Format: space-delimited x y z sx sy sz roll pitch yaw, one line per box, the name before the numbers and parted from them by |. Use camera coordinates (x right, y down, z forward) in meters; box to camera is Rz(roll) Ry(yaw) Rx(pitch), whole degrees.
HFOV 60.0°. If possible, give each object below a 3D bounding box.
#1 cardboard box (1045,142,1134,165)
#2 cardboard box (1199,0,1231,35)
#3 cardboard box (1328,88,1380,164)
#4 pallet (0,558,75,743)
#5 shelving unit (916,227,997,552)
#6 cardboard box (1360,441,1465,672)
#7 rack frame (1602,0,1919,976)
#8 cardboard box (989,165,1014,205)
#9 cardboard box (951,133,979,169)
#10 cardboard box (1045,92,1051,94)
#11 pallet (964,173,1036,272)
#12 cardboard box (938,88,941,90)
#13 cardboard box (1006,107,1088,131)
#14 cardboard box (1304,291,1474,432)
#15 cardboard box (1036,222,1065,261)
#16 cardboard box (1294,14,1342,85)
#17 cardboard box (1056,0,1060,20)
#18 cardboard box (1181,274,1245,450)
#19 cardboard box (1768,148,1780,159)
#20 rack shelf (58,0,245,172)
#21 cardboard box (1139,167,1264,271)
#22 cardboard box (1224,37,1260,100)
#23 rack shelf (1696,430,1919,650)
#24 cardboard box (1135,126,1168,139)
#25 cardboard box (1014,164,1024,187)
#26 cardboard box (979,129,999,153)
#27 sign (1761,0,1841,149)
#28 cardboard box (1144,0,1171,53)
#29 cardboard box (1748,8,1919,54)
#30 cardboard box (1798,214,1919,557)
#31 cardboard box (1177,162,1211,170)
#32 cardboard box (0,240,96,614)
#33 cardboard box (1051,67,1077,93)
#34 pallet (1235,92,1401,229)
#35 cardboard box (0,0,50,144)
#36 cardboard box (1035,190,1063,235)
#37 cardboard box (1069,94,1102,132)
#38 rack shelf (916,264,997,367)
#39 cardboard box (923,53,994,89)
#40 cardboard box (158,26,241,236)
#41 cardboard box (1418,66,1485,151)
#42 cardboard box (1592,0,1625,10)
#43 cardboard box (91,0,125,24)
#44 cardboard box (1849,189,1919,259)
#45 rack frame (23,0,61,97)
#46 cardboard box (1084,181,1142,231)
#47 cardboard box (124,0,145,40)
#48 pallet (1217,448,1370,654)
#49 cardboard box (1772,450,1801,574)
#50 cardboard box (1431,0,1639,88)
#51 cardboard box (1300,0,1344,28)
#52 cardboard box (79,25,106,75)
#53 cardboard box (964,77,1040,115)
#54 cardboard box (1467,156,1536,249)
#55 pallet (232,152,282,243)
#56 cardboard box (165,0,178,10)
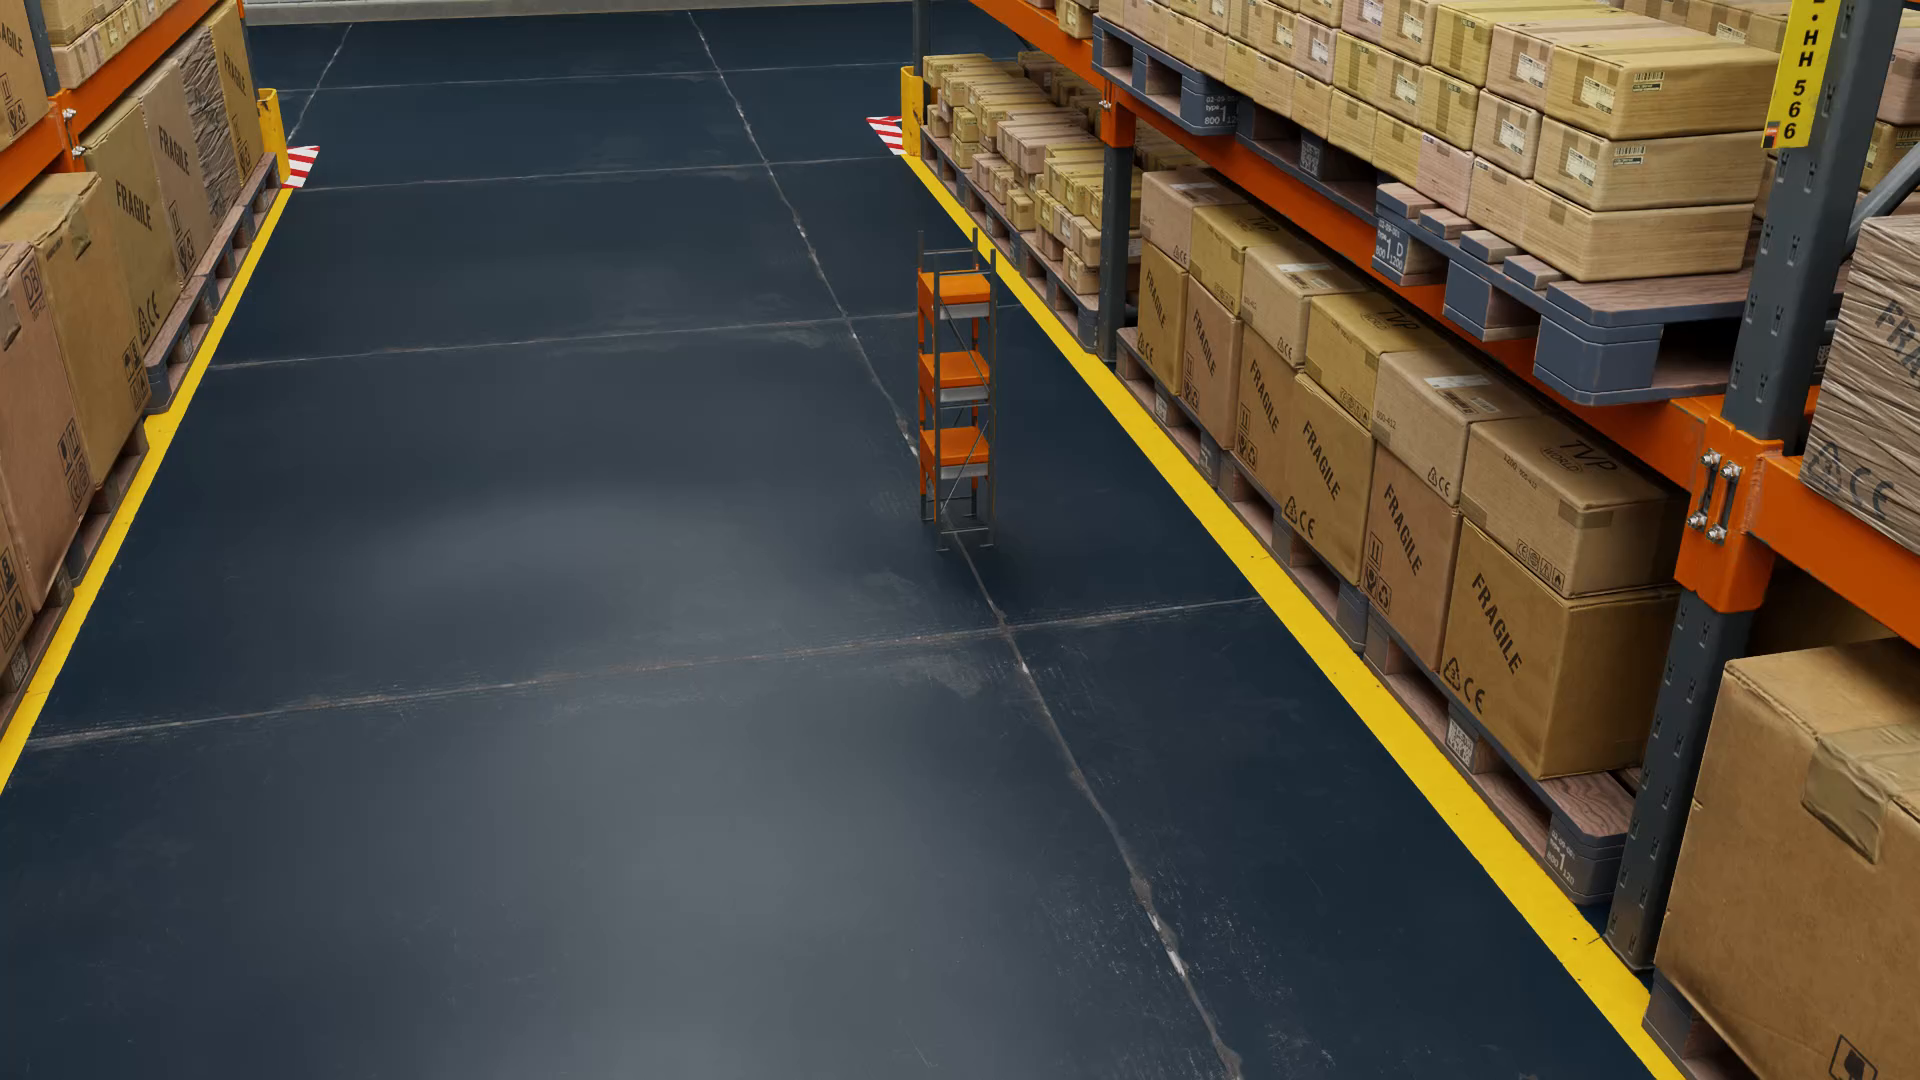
cardboard box | 0.628 -1.831 8.086 0.380 0.149 0.250 -5 27 -10
cardboard box | 0.986 -1.711 5.294 0.380 0.149 0.250 -5 27 -10
cardboard box | 1.219 -1.121 4.455 0.380 0.149 0.250 -7 28 -14
pallet | -3.226 0.390 4.743 1.003 0.211 1.213 -6 27 -12
shelving unit | -0.012 -0.492 5.560 0.215 1.050 0.252 -6 27 -12
cardboard box | 1.489 0.012 4.706 0.500 0.500 0.500 -5 27 -10
rack frame | 2.005 -0.426 3.265 1.000 3.000 0.127 -6 27 -12
cardboard box | 0.370 -1.913 8.908 0.380 0.149 0.250 -6 27 -12
cardboard box | 0.161 -2.252 9.581 0.380 0.149 0.250 -6 27 -11
cardboard box | 0.606 -2.663 10.064 0.380 0.149 0.250 -7 28 -13
pallet | 0.640 -1.765 9.013 1.003 0.211 1.213 -6 27 -12
cardboard box | 0.070 -2.730 10.197 0.380 0.149 0.250 -5 27 -9
cardboard box | 0.455 -2.178 8.773 0.380 0.149 0.250 -6 27 -11
cardboard box | 1.372 -0.551 4.989 0.500 0.250 0.500 -5 27 -10
cardboard box | 0.584 -1.466 8.024 0.380 0.149 0.250 -7 28 -13
cardboard box | 1.158 -1.371 4.620 0.380 0.149 0.250 -5 27 -10
cardboard box | 0.645 -2.397 7.449 0.380 0.149 0.250 -5 27 -10
cardboard box | 1.133 -0.670 6.057 0.500 0.500 0.500 -5 27 -9
cardboard box | 2.029 -0.986 3.856 0.380 0.149 0.250 -5 27 -9
rack shelf | -4.202 -2.280 7.736 1.077 0.370 4.000 -6 27 -12
cardboard box | 1.013 -1.237 6.348 0.500 0.250 0.500 -7 28 -14
cardboard box | 1.044 -1.465 5.136 0.380 0.149 0.250 -6 27 -13
rack shelf | 2.456 0.773 1.688 1.077 0.370 4.000 -6 27 -12
cardboard box | 1.060 -2.000 8.421 0.380 0.149 0.250 -5 27 -10
cardboard box | 0.494 -1.919 8.590 0.380 0.149 0.250 -7 28 -14
cardboard box | 0.323 -2.275 9.295 0.380 0.149 0.250 -7 28 -14
sign | 1.479 -0.848 2.905 0.100 0.325 0.005 -6 27 -12
cardboard box | 0.865 -1.807 5.813 0.380 0.149 0.250 -6 27 -11
cardboard box | 2.027 -1.107 3.767 0.380 0.149 0.250 -7 28 -13
cardboard box | 1.843 -0.246 2.798 0.500 0.500 0.500 -6 27 -11
cardboard box | 1.224 -1.662 7.751 0.380 0.149 0.250 -5 27 -9
cardboard box | -3.385 -0.291 4.889 1.225 0.875 0.875 -7 28 -13
cardboard box | 0.751 -2.695 9.798 0.380 0.149 0.250 -7 28 -13
pallet | 1.519 -1.205 5.022 1.003 0.211 1.213 -6 27 -12
cardboard box | -3.380 -1.590 5.460 0.500 0.500 0.500 -6 27 -11
cardboard box | 0.573 -1.569 7.897 0.380 0.149 0.250 -7 28 -13
cardboard box | 0.814 -2.335 9.086 0.380 0.149 0.250 -7 28 -13
rack shelf | -0.012 -0.736 5.437 0.215 0.259 0.240 -6 27 -12
cardboard box | -0.010 -2.854 10.113 0.380 0.149 0.250 -7 28 -14
cardboard box | -4.225 -2.045 8.365 0.875 0.875 0.875 -6 27 -12
cardboard box | 1.327 -1.037 3.958 0.380 0.149 0.250 -5 27 -10
cardboard box | 1.854 -1.450 4.447 0.380 0.149 0.250 -5 27 -9
cardboard box | -3.709 -2.240 6.696 0.500 0.250 0.500 -6 27 -12
cardboard box | 2.101 -0.718 3.657 0.380 0.149 0.250 -6 27 -12
rack frame | -3.751 -1.723 5.834 1.000 3.000 0.127 -6 27 -12
cardboard box | 0.770 -1.492 7.415 0.380 0.149 0.250 -5 27 -10
cardboard box | -3.732 -2.233 7.123 0.380 0.149 0.250 -6 27 -12
pallet | 1.559 -0.059 5.633 1.003 0.211 1.213 -6 27 -12
cardboard box | 2.086 -0.160 4.213 0.500 0.250 0.500 -7 28 -14
cardboard box | 1.335 -1.161 3.874 0.380 0.149 0.250 -5 27 -10
cardboard box | 1.159 -1.503 4.552 0.380 0.149 0.250 -5 27 -9
cardboard box | -3.553 -1.890 6.444 0.380 0.149 0.250 -7 28 -13
cardboard box | 0.237 -2.521 9.453 0.380 0.149 0.250 -7 28 -14
cardboard box | 1.392 -0.780 3.780 0.380 0.149 0.250 -6 27 -12
pallet | -4.396 -1.891 9.262 1.003 0.211 1.213 -6 27 -12
cardboard box | -3.907 -2.573 7.797 0.380 0.149 0.250 -5 27 -11
